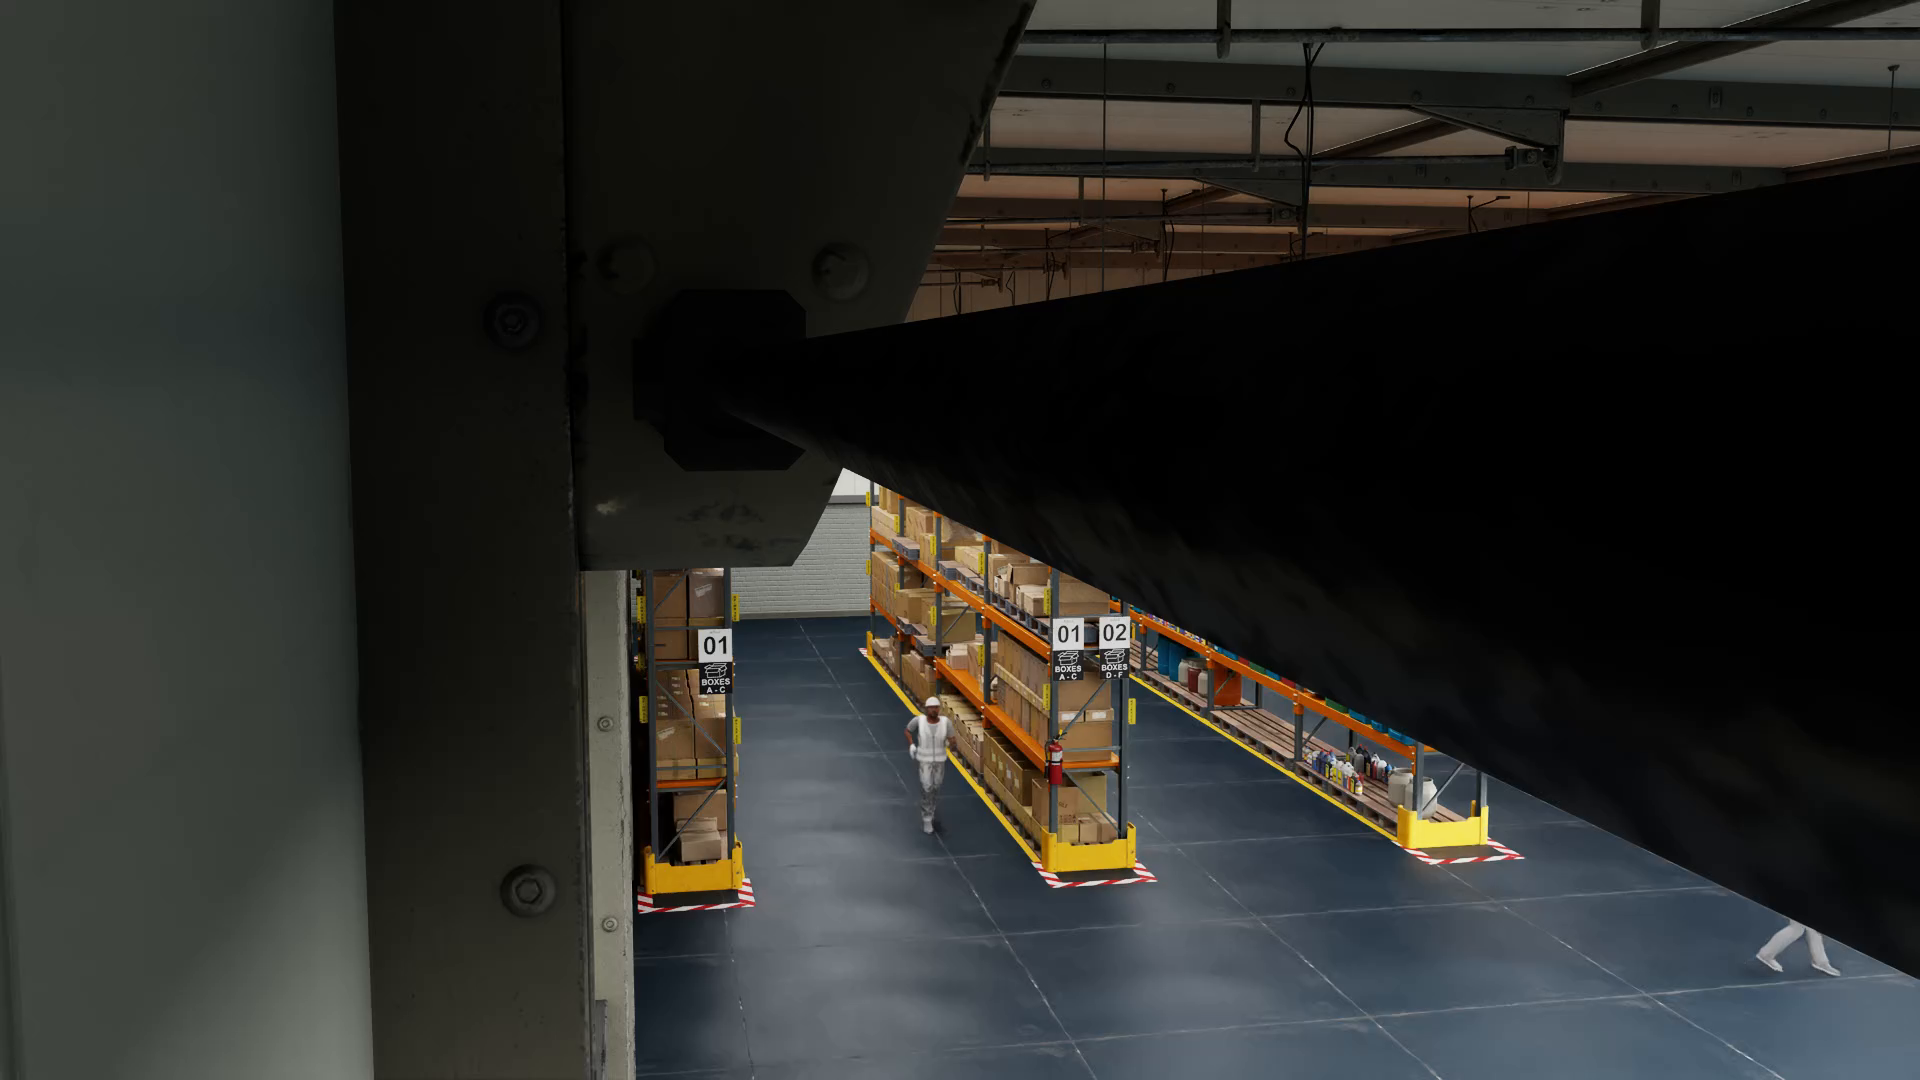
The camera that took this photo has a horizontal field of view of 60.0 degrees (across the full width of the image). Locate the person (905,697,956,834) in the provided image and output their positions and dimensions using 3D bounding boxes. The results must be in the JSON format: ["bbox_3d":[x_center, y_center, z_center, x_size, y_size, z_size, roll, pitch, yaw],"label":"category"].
[{"bbox_3d":[-0.384,3.064,22.857,0.659,1.848,0.803,-2,6,-14],"label":"person"}]

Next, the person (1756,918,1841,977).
[{"bbox_3d":[8.715,3.669,17.207,0.850,1.719,0.570,1,6,12],"label":"person"}]
